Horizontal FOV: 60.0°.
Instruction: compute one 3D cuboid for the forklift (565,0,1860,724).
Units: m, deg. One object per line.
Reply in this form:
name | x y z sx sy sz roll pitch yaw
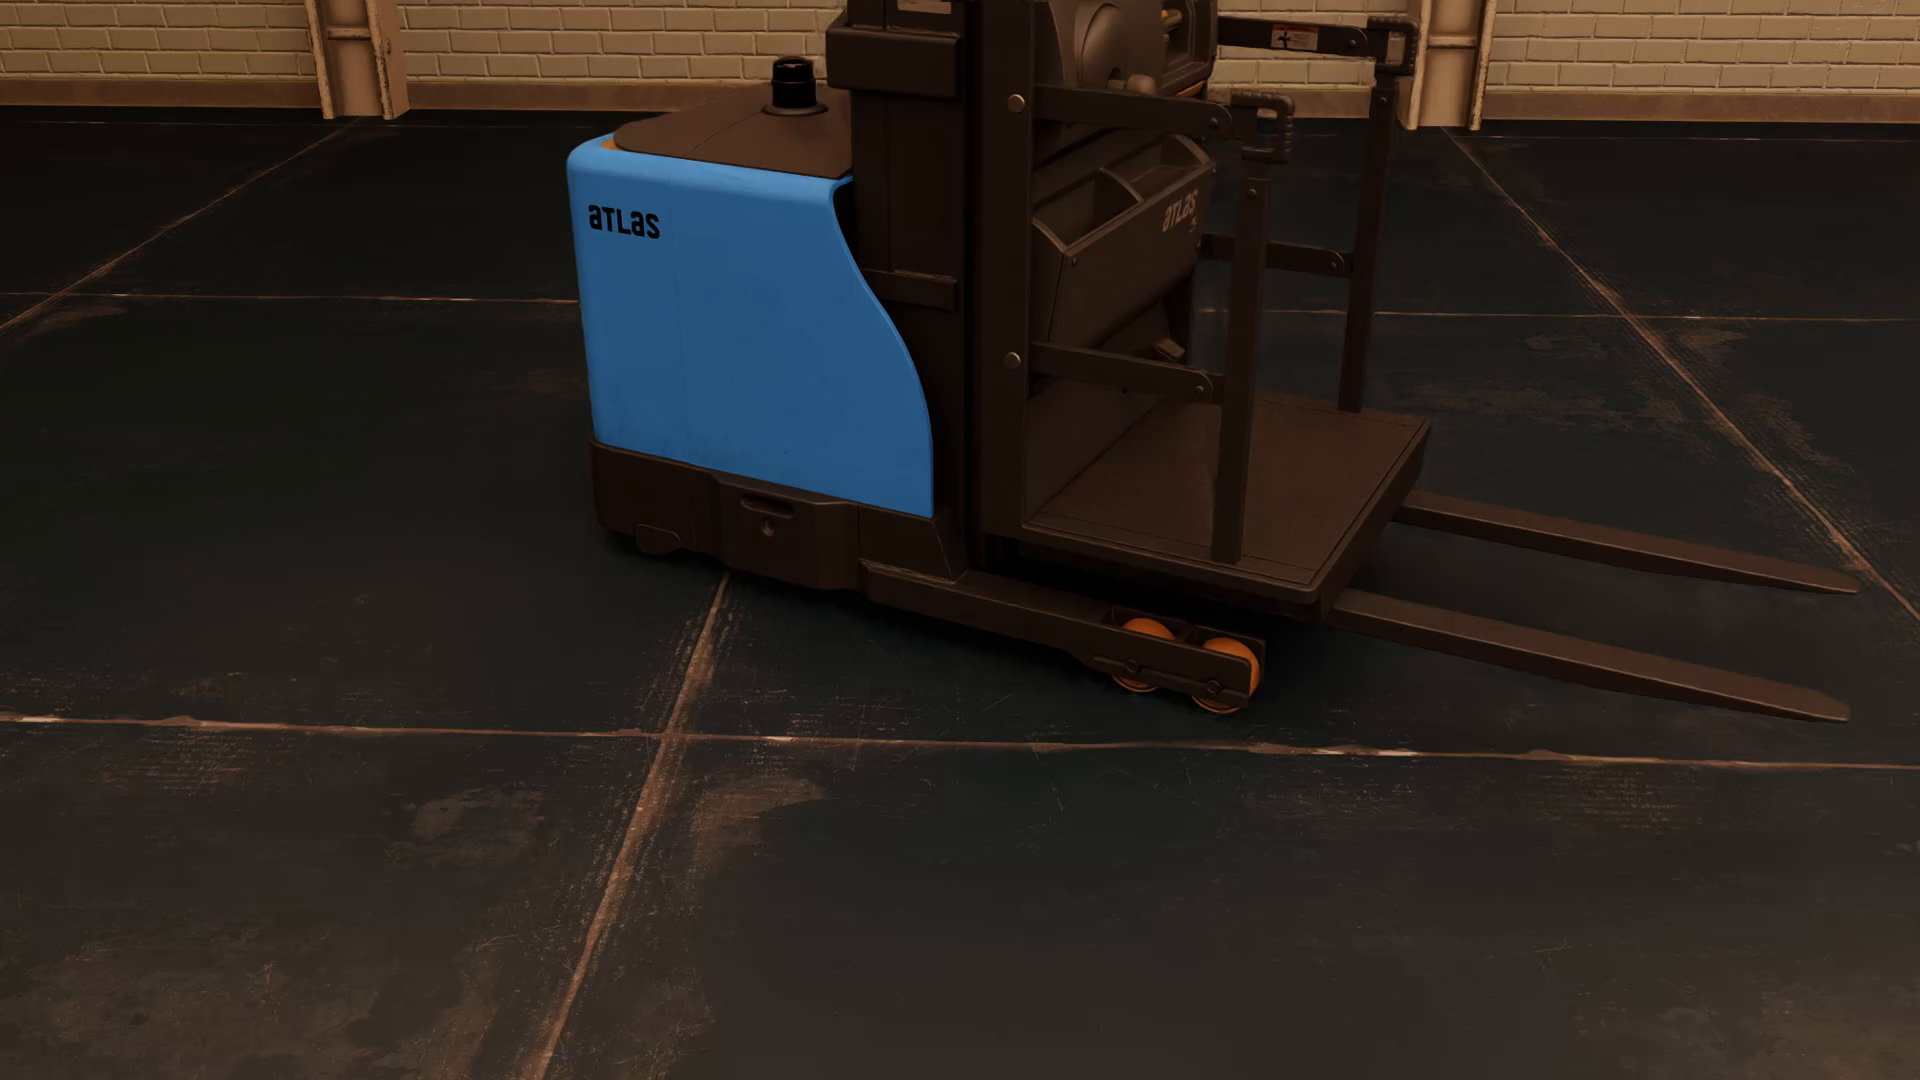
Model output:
forklift | 0.568 -1.194 3.630 3.031 2.935 1.130 13 29 24
